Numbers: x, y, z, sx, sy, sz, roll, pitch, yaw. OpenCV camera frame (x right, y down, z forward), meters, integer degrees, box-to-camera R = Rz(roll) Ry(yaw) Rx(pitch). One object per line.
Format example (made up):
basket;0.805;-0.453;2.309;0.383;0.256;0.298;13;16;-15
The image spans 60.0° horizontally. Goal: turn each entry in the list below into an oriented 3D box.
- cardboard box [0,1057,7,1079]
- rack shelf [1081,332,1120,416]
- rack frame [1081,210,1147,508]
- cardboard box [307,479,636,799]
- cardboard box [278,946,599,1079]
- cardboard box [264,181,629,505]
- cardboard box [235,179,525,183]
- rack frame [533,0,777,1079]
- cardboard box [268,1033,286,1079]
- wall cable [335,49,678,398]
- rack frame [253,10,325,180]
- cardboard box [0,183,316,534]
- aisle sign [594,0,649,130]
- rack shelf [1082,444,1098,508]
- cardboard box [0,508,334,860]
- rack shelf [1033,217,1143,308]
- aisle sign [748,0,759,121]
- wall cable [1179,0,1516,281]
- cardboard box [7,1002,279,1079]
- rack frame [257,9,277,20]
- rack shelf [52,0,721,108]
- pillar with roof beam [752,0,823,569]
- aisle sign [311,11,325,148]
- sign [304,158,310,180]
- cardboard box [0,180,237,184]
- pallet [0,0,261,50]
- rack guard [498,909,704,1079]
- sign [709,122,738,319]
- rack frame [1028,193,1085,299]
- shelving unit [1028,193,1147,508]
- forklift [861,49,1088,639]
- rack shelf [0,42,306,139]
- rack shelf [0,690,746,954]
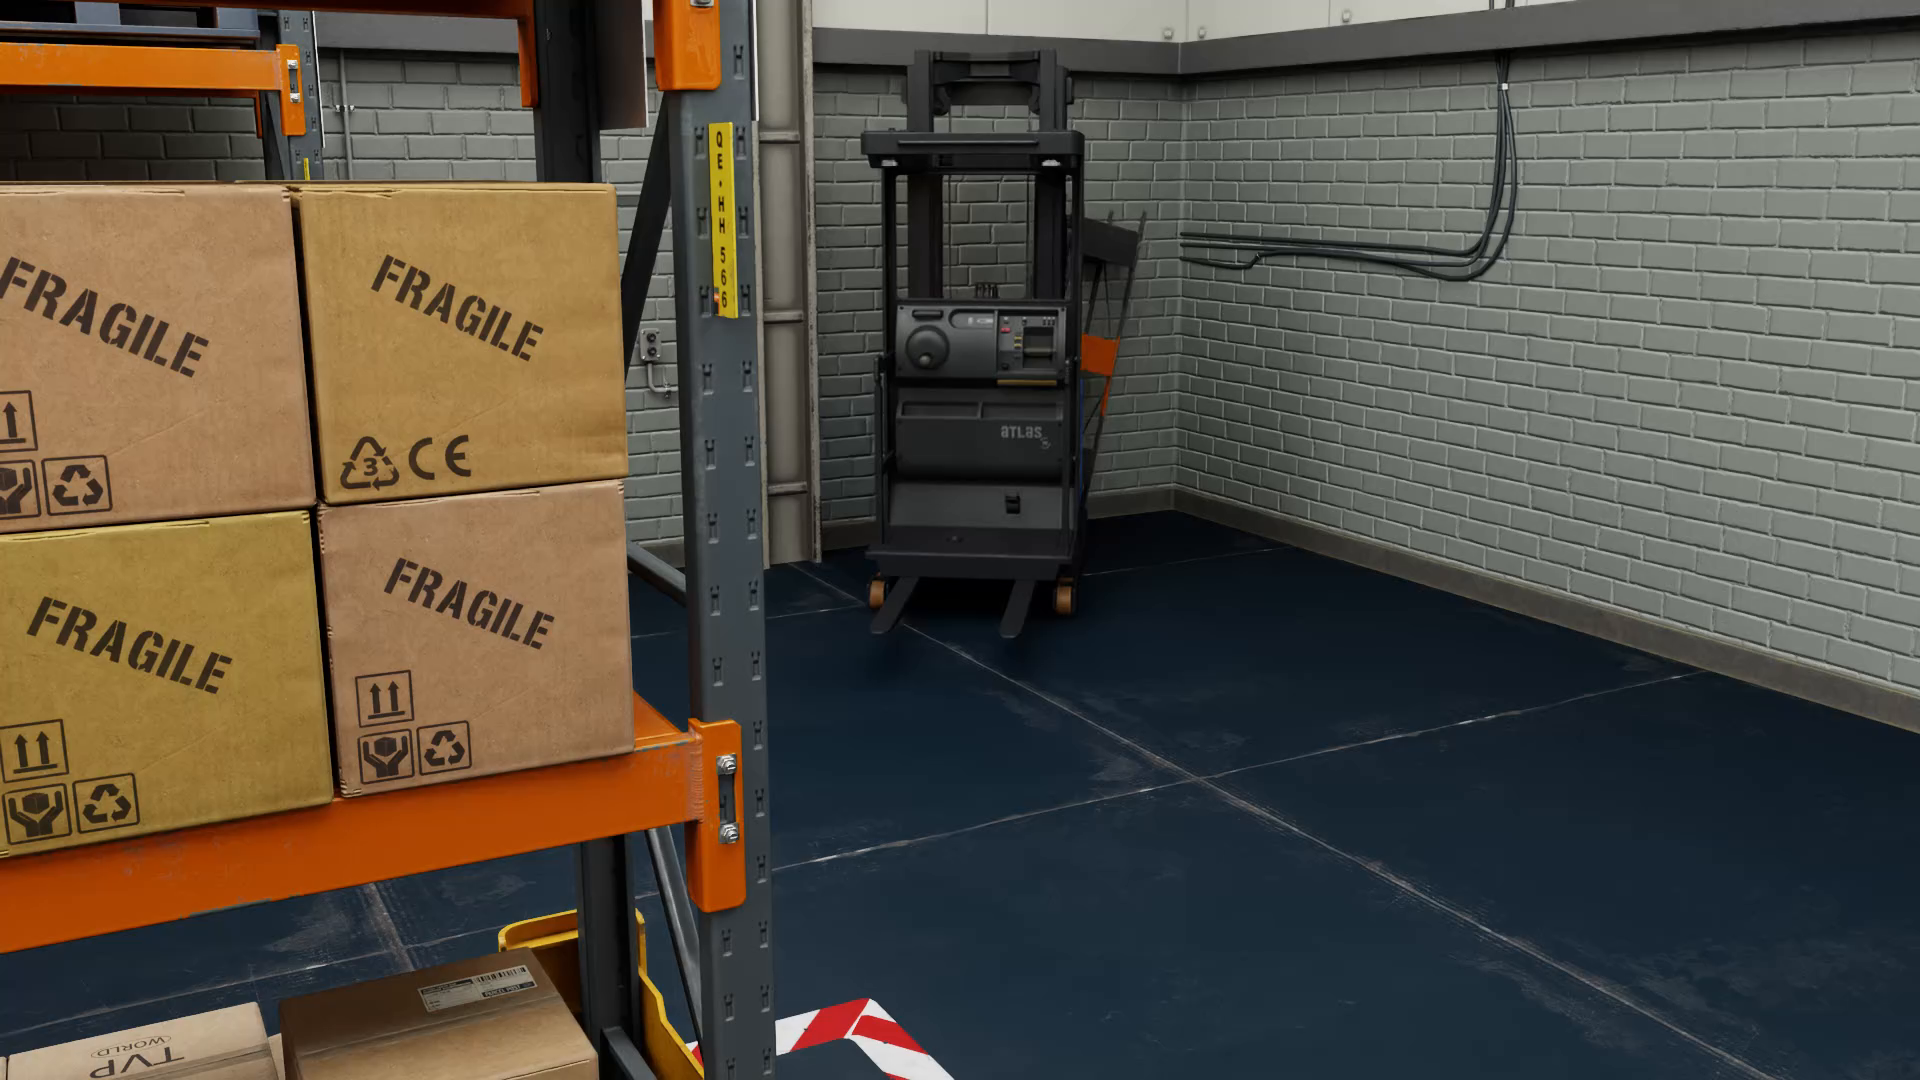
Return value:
cardboard box;-2.144;1.300;3.263;0.500;0.250;0.500;-7;14;-28
rack shelf;0.664;-1.107;10.653;0.480;0.518;0.431;8;6;-32
rack frame;0.872;-1.091;10.780;0.015;2.100;0.400;8;6;-32
cardboard box;-0.916;0.116;3.035;0.500;0.500;0.500;-6;14;-26
cardboard box;-1.012;1.175;3.249;0.500;0.500;0.500;-7;14;-28
cardboard box;-0.912;-0.372;2.924;0.500;0.500;0.500;-7;14;-28
cardboard box;-1.169;-0.476;3.386;0.500;0.500;0.500;-6;14;-26
rack frame;-0.654;0.064;3.491;0.053;2.616;0.949;-7;14;-28
cardboard box;-1.404;1.237;3.733;0.250;0.166;0.380;-7;14;-28
wall cable;-2.359;-1.702;9.025;1.851;1.984;0.084;-7;14;-28
rack frame;-3.030;-0.889;7.728;0.127;3.000;1.000;-7;14;-28
cardboard box;-1.355;-0.318;2.687;0.500;0.500;0.500;-6;14;-26
aisle sign;-0.734;-1.267;3.486;0.004;0.787;0.394;-7;14;-28
rack shelf;0.526;-0.424;10.714;0.480;0.518;0.431;8;6;-32
cardboard box;-1.369;0.171;2.789;0.500;0.500;0.500;-7;14;-27
rack shelf;0.802;-1.791;10.592;0.480;0.518;0.431;8;6;-32
aisle sign;-0.446;-1.151;2.972;0.004;0.787;0.394;-7;14;-28
wall cable;2.106;-2.827;9.748;0.112;2.526;3.097;-7;14;-28
cardboard box;-1.705;1.247;3.497;0.500;0.250;0.500;-7;14;-28
rack frame;-3.030;-3.816;7.070;0.127;3.000;1.000;-7;14;-28
rack shelf;-2.408;-0.837;2.303;4.000;0.370;1.077;-7;14;-28
pillar with roof beam;0.988;-3.437;5.386;0.400;9.000;9.100;-7;14;-28
aisle sign;-2.823;-2.107;7.220;0.004;0.787;0.394;-7;14;-28
sign;-2.782;-1.464;7.104;0.005;0.325;0.100;-7;14;-28
cardboard box;-1.624;-0.419;3.135;0.500;0.500;0.500;-7;14;-27
pallet;-3.676;-2.229;7.053;1.213;0.211;1.003;-7;14;-28
rack guard;-0.720;1.293;3.727;0.348;0.500;1.175;-7;14;-28
sign;-0.405;-0.545;2.842;0.005;0.325;0.100;-7;14;-28
rack frame;0.461;-1.151;10.524;0.015;2.100;0.400;8;6;-32
shelving unit;0.667;-1.121;10.652;0.503;2.100;0.431;8;6;-32
forklift;0.093;-1.105;8.843;1.130;2.935;3.031;1;13;6
rack shelf;-4.785;-1.791;6.543;4.000;0.370;1.077;-7;14;-28
rack shelf;-2.408;0.626;2.632;4.000;0.370;1.077;-7;14;-28
